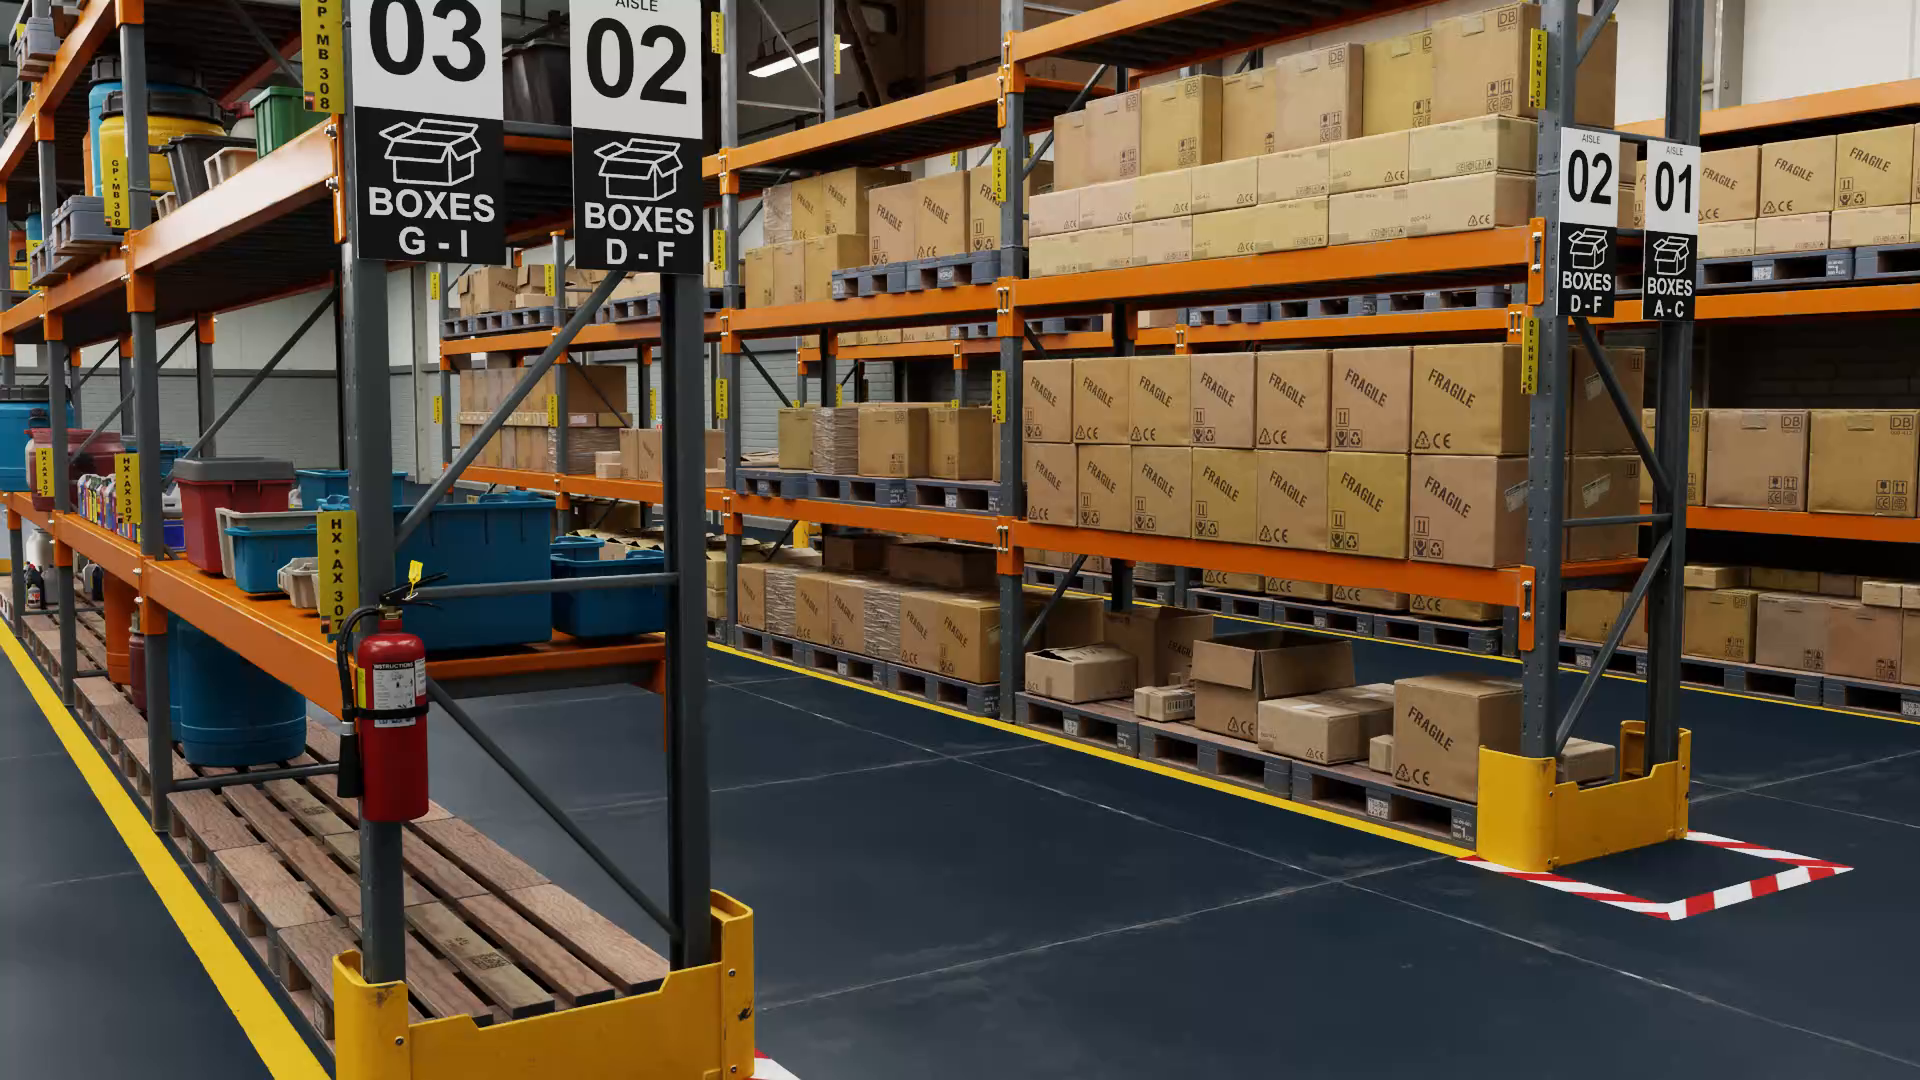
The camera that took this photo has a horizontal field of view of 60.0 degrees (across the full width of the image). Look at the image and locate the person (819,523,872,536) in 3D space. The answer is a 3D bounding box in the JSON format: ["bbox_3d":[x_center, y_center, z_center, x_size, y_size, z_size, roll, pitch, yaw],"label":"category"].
[{"bbox_3d":[-1.110,-0.215,16.613,0.597,1.752,0.615,-2,5,-26],"label":"person"}]
